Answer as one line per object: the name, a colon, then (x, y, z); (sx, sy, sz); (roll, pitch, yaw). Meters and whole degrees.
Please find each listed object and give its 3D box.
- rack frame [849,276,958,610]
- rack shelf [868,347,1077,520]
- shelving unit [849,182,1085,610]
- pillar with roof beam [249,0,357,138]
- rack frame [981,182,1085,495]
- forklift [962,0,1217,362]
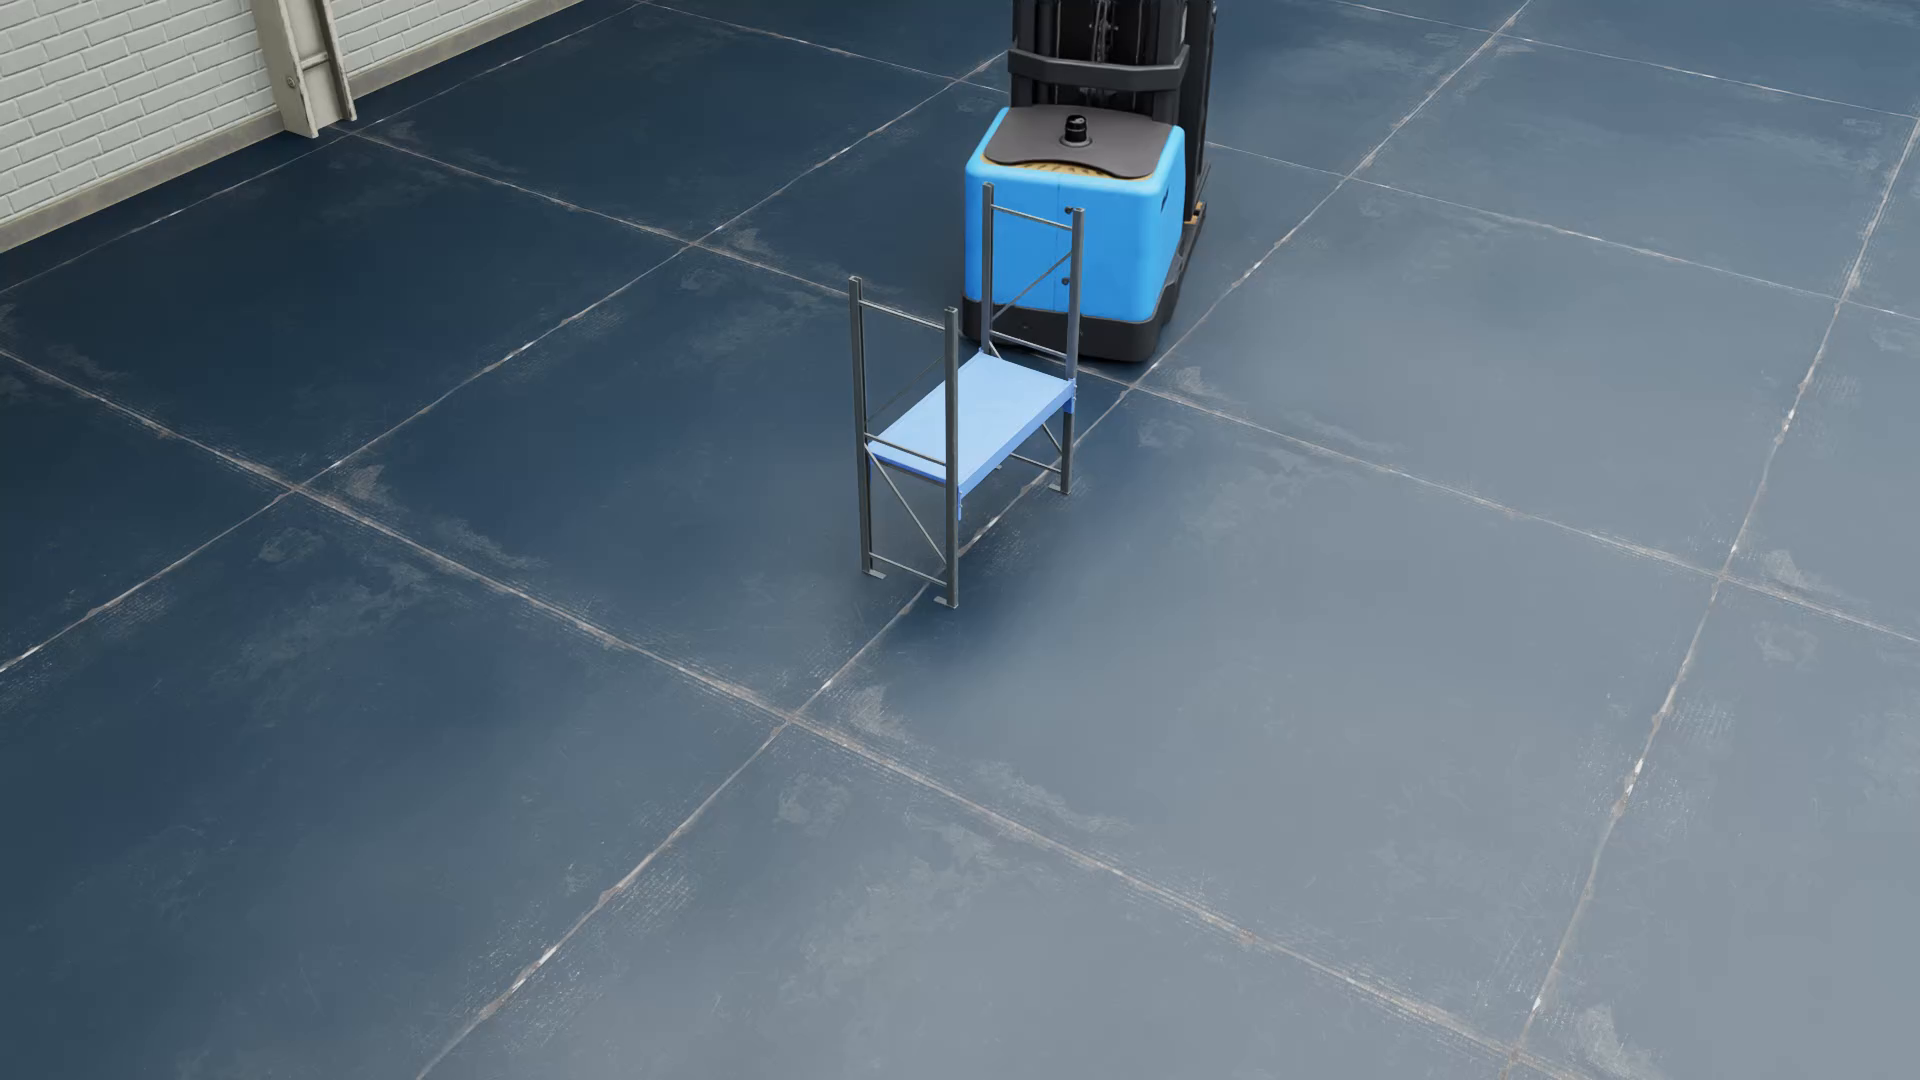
rack frame: (-0.227, -0.376, 7.009); (0.500, 1.500, 0.032); (21, 42, 25)
rack shelf: (0.046, -0.496, 7.459); (0.538, 0.185, 1.000); (21, 42, 25)
shelving unit: (0.046, -0.638, 7.349); (0.538, 1.500, 1.048); (21, 42, 25)
pillar with roof beam: (-0.783, -5.032, 6.908); (9.100, 9.000, 0.400); (21, 42, 25)
rack frame: (0.318, -0.900, 7.689); (0.500, 1.500, 0.032); (21, 42, 25)
forklift: (0.892, -3.014, 9.259); (1.130, 2.935, 3.031); (9, 39, 12)
